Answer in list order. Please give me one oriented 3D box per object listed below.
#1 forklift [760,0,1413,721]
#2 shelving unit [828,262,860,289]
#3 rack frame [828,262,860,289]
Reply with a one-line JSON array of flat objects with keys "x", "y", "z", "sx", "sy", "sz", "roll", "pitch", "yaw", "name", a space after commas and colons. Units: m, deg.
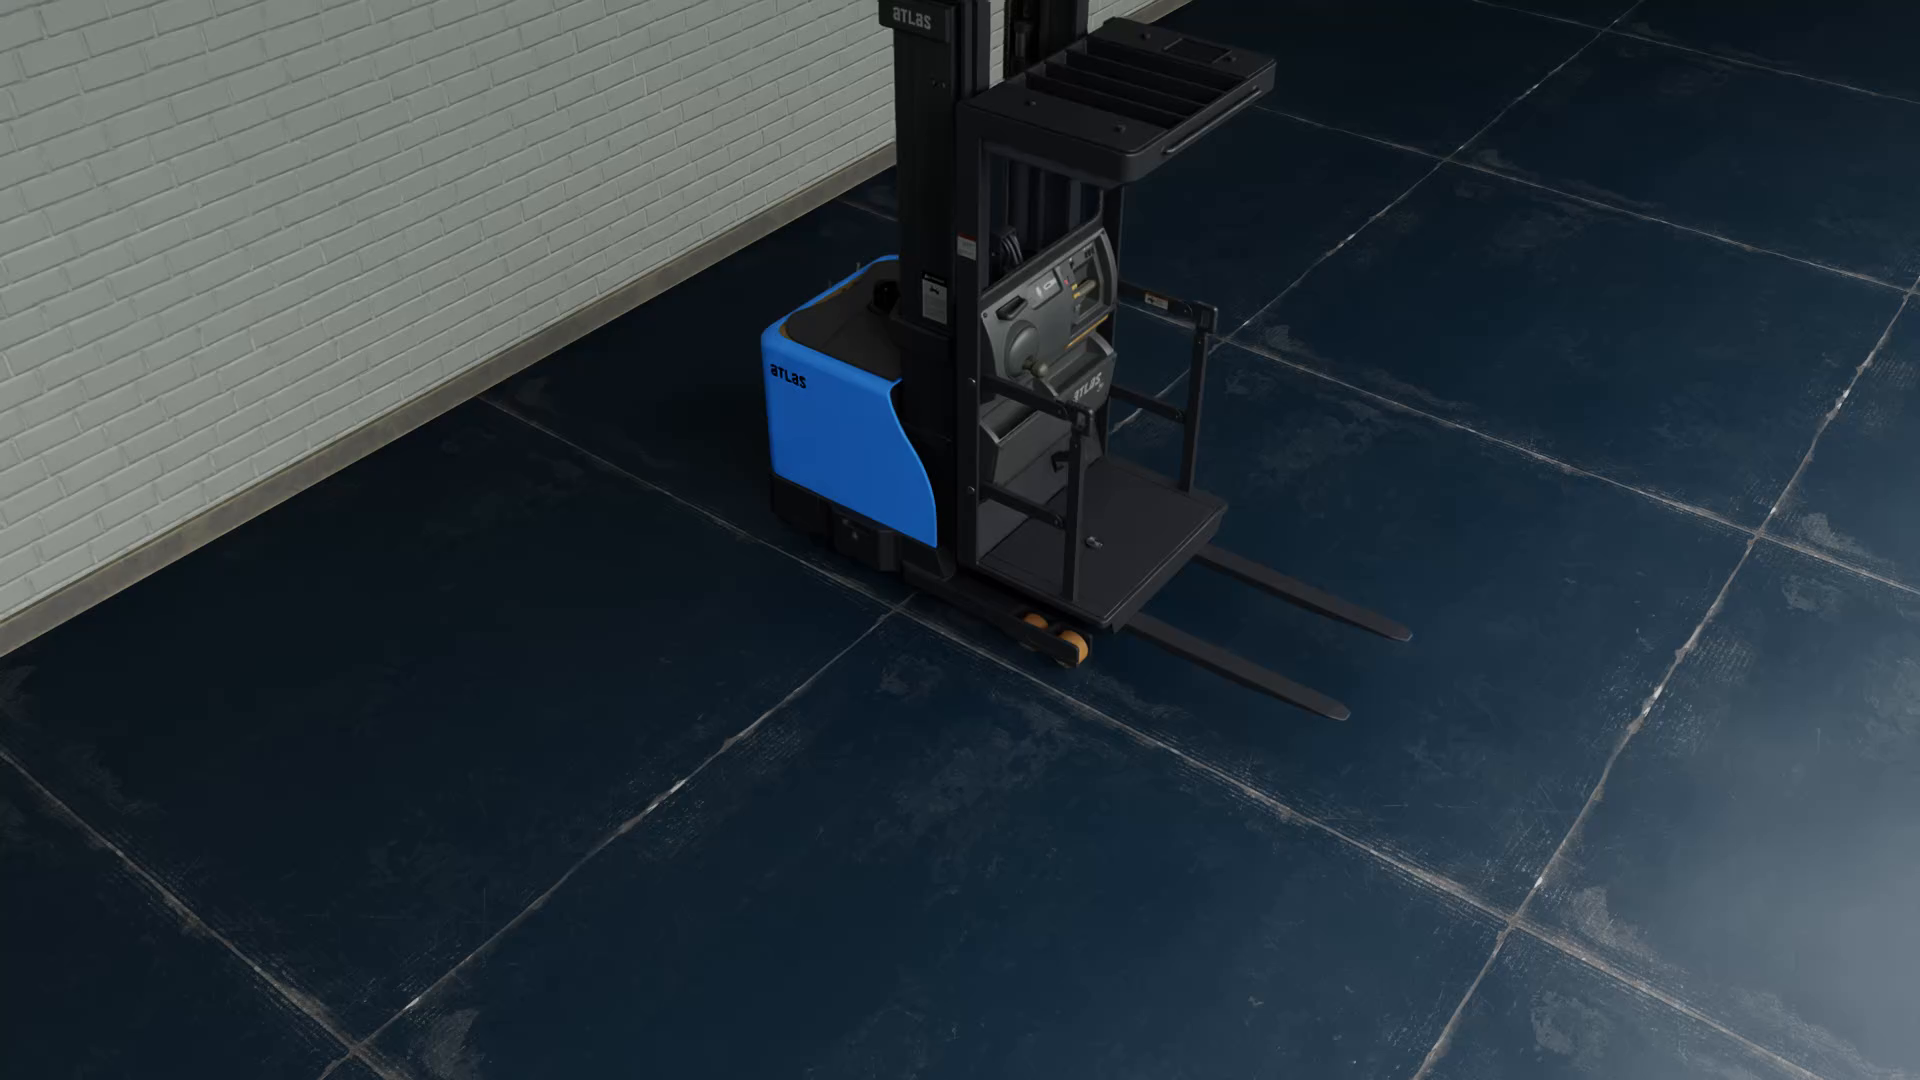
[{"x": 0.555, "y": -0.959, "z": 6.958, "sx": 3.031, "sy": 2.935, "sz": 1.130, "roll": 25, "pitch": 44, "yaw": 28, "name": "forklift"}, {"x": -0.505, "y": -0.962, "z": 8.609, "sx": 0.210, "sy": 0.900, "sz": 0.258, "roll": 26, "pitch": 45, "yaw": 29, "name": "shelving unit"}, {"x": -0.585, "y": -1.001, "z": 8.659, "sx": 0.006, "sy": 0.900, "sz": 0.240, "roll": 26, "pitch": 45, "yaw": 29, "name": "rack frame"}]
